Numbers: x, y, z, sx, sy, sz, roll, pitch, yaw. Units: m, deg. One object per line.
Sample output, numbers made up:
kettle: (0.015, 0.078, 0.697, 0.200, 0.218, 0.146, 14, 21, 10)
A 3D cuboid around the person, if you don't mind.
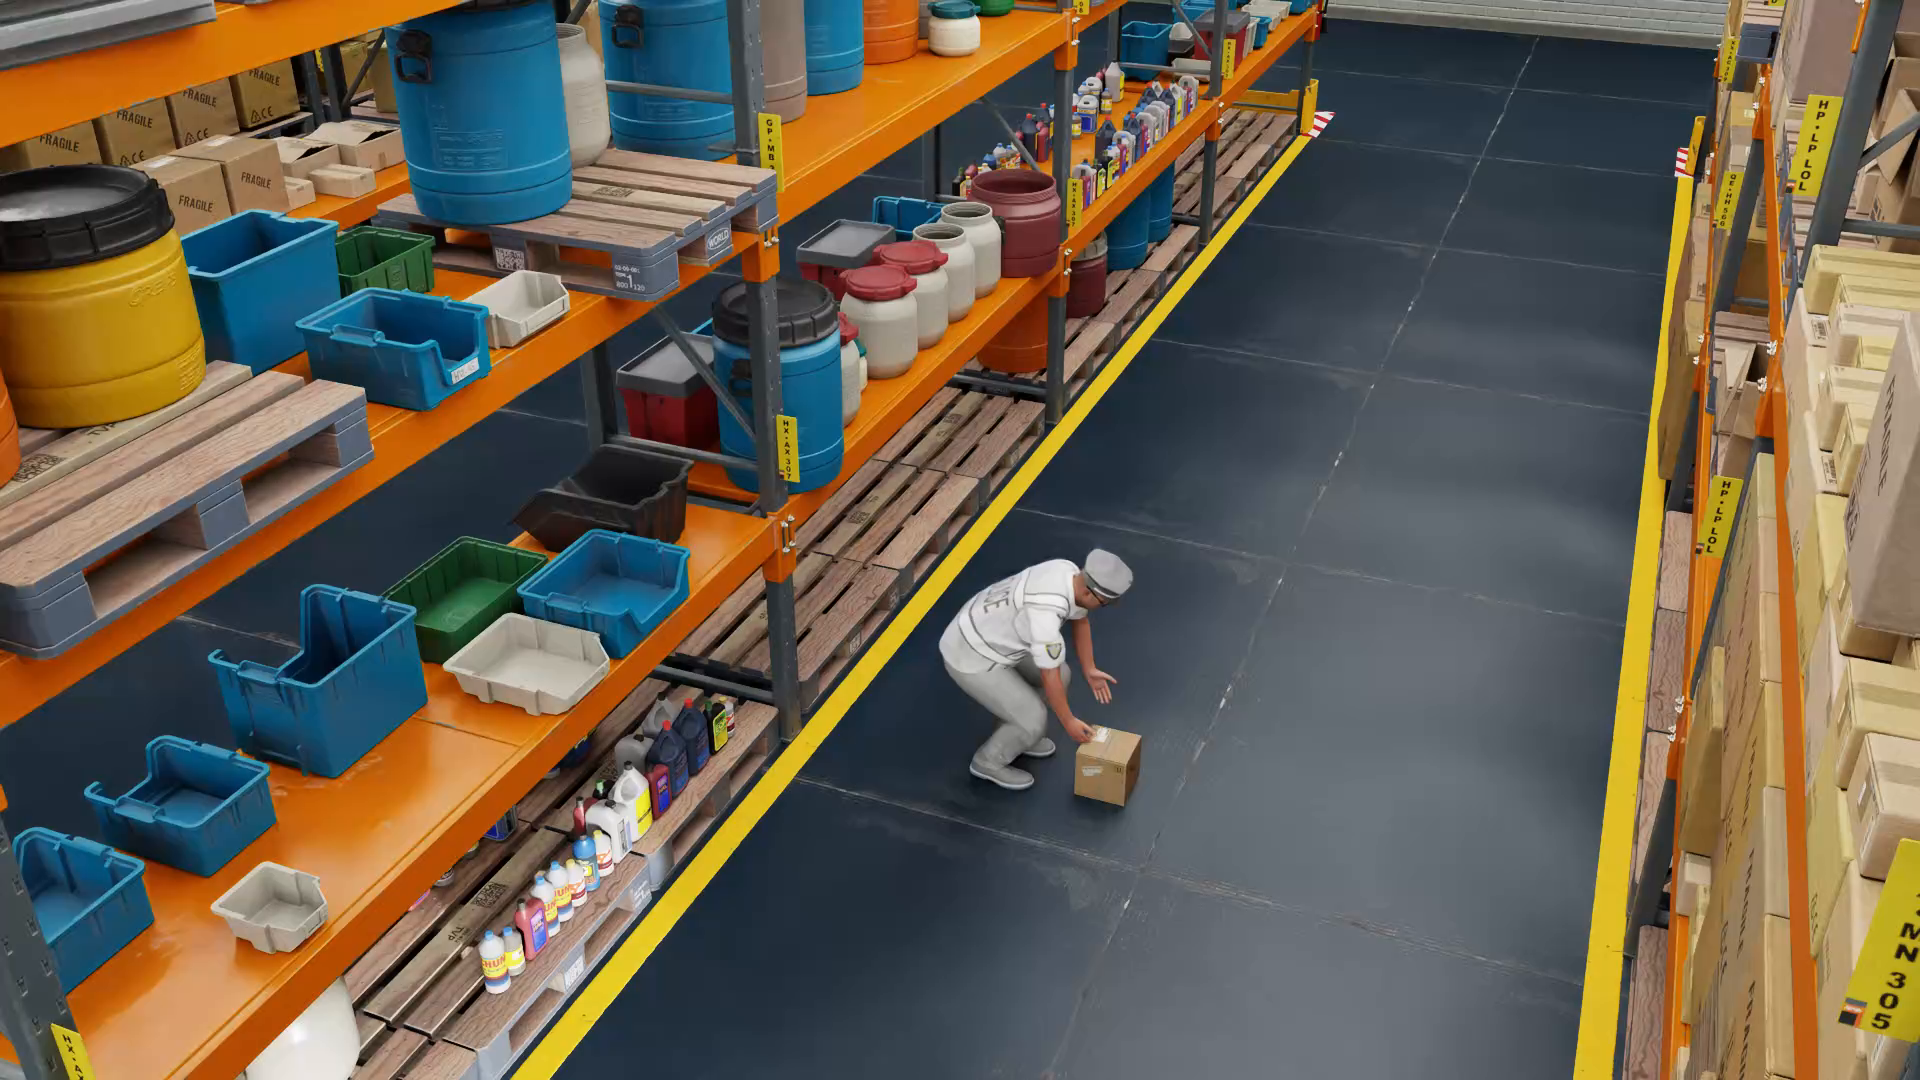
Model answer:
person: (0.430, 0.807, 7.988, 0.985, 0.894, 0.545, 11, 31, 19)
